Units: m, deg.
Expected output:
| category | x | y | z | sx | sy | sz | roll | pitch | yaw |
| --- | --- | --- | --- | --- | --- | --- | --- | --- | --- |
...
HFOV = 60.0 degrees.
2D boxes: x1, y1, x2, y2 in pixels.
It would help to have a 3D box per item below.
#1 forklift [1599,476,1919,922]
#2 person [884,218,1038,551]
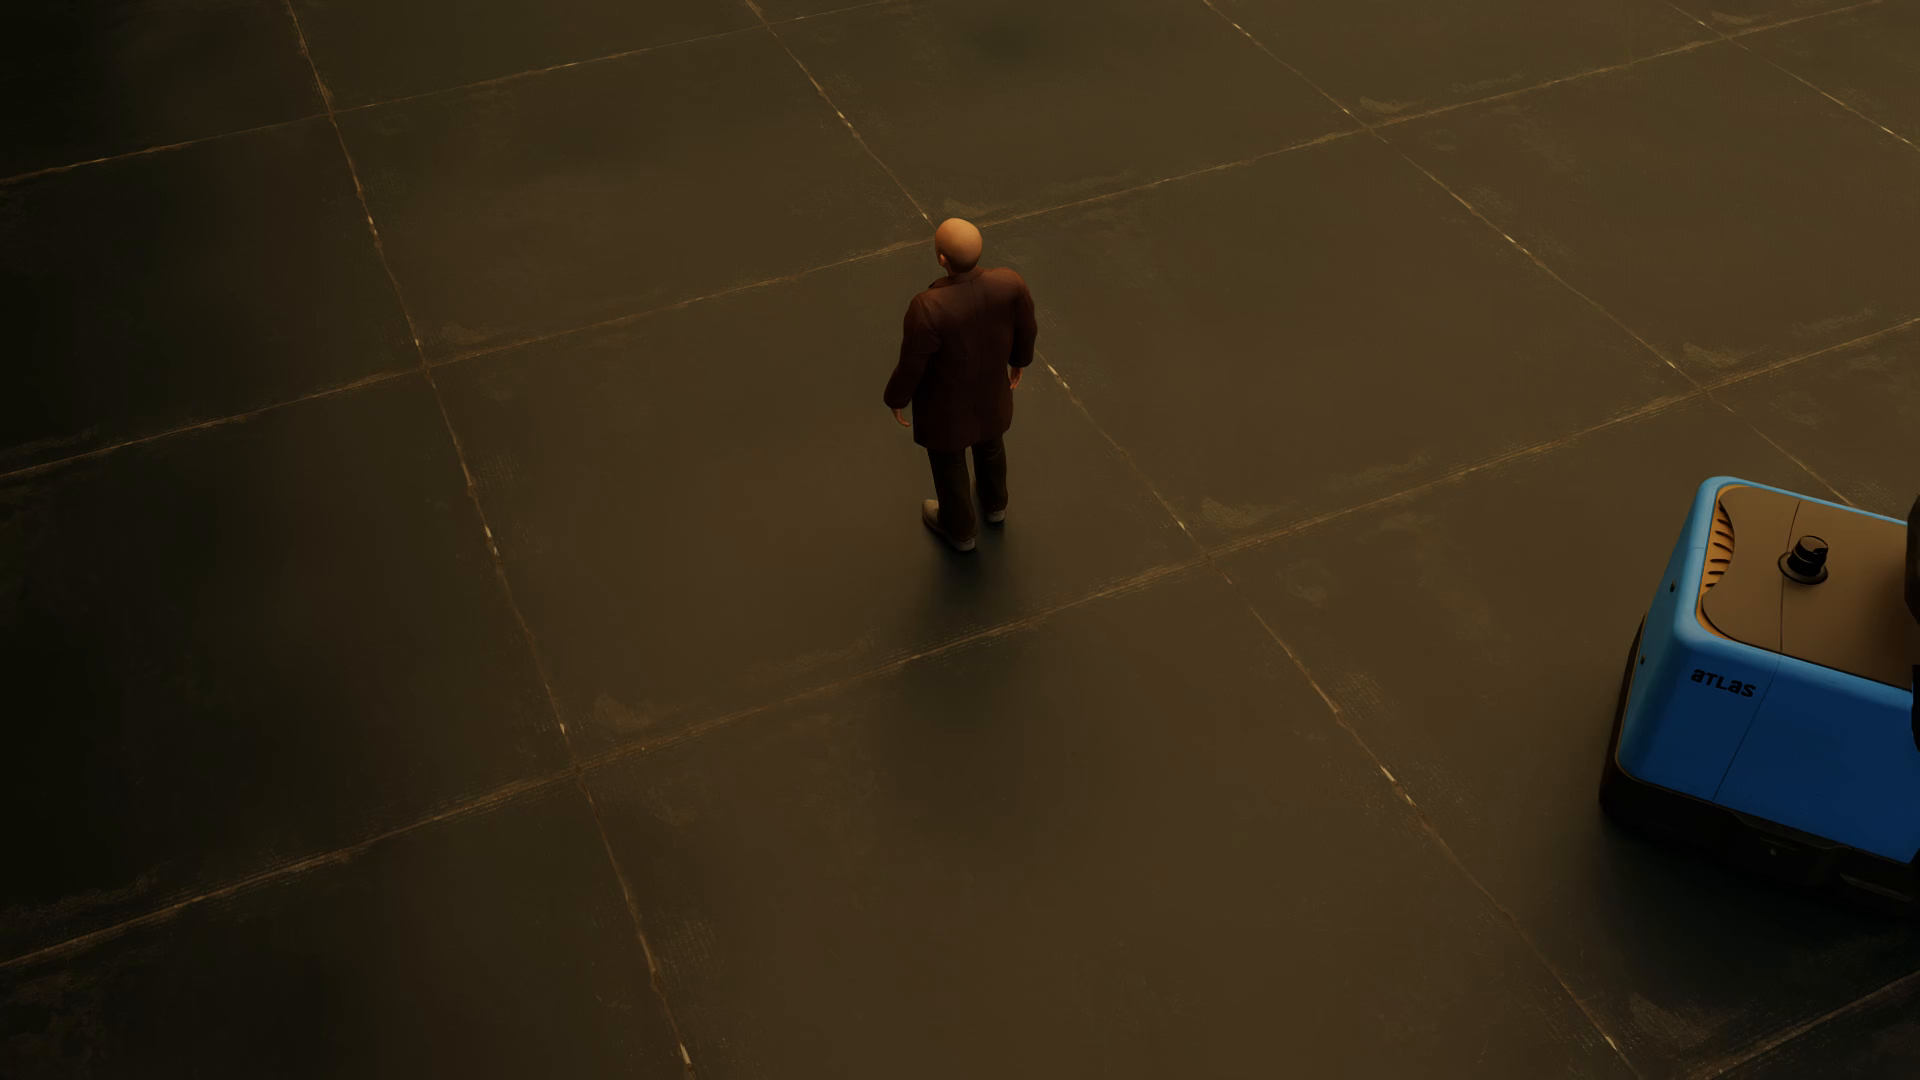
| category | x | y | z | sx | sy | sz | roll | pitch | yaw |
| --- | --- | --- | --- | --- | --- | --- | --- | --- | --- |
| forklift | 4.105 | 0.156 | 5.513 | 3.031 | 2.935 | 1.130 | 17 | 46 | 18 |
| person | -0.035 | -0.714 | 7.279 | 0.698 | 1.778 | 0.579 | -18 | 46 | -18 |
